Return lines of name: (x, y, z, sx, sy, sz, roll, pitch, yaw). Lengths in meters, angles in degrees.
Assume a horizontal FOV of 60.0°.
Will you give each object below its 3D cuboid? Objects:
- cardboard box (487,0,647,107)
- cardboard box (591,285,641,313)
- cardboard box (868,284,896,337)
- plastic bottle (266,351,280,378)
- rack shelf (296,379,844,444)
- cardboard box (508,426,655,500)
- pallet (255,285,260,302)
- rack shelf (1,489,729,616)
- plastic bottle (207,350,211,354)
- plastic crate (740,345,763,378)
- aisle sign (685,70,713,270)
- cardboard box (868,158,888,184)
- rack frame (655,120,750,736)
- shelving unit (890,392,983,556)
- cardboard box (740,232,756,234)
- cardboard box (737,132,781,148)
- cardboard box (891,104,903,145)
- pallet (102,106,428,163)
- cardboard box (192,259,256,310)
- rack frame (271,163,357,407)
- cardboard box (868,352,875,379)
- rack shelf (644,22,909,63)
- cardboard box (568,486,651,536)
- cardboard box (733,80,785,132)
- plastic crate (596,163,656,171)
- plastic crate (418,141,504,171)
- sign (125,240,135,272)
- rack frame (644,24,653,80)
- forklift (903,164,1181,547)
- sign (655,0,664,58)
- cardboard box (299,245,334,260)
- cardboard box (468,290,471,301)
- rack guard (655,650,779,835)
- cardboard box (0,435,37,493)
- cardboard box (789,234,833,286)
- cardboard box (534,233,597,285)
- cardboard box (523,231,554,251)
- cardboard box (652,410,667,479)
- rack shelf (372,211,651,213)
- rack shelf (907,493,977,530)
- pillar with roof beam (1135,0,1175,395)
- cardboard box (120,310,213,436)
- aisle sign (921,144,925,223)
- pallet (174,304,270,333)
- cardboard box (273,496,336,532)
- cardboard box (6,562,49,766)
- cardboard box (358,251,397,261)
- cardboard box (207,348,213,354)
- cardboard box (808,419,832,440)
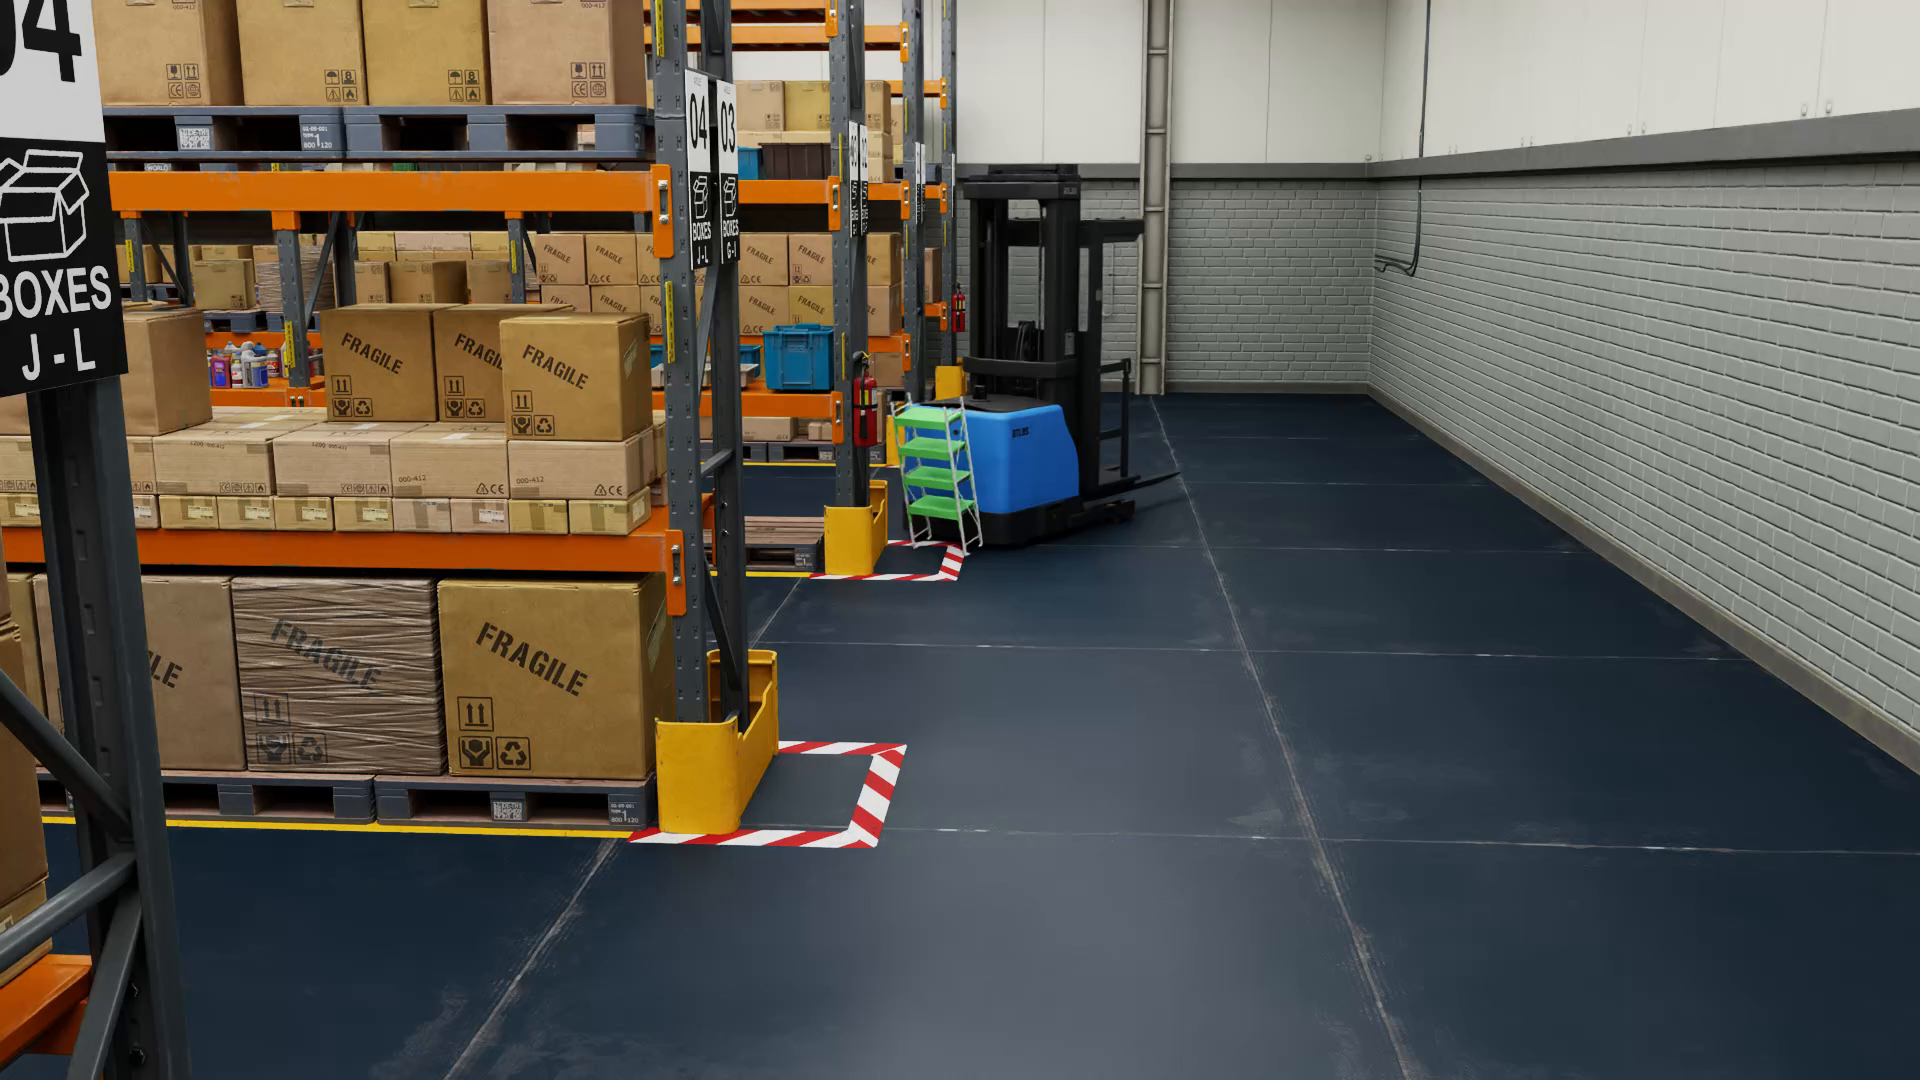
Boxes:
cardboard box: (-1.653, -2.084, 7.064, 0.500, 0.500, 0.700, 0, 12, 0)
cardboard box: (-3.454, -2.374, 17.049, 0.500, 0.500, 0.500, 1, 12, 5)
cardboard box: (-0.930, -2.339, 16.880, 0.500, 0.500, 0.500, 1, 12, 5)
plastic bottle: (-5.377, -1.377, 13.011, 0.097, 0.201, 0.097, 0, 12, 0)
rack shelf: (-2.795, -1.003, 12.494, 4.000, 0.370, 1.077, 1, 12, 4)
cardboard box: (-1.632, -0.341, 7.210, 0.500, 0.250, 0.500, 1, 12, 3)
pallet: (-8.838, -3.355, 22.451, 1.003, 0.211, 1.213, 1, 12, 4)
rack shelf: (-3.126, 0.009, 7.657, 4.000, 0.370, 1.077, 1, 12, 4)
plastic bottle: (-5.900, -1.384, 13.045, 0.097, 0.201, 0.097, 0, 12, 0)
plastic crate: (-1.681, -1.355, 12.682, 0.300, 0.233, 0.416, 1, 12, 4)
aisle sign: (-1.079, -1.526, 6.889, 0.004, 0.787, 0.394, 1, 12, 4)
cardboard box: (-0.995, -3.688, 16.612, 0.500, 0.250, 0.500, 1, 12, 4)
rack frame: (-1.130, -0.316, 7.453, 0.127, 3.000, 1.000, 1, 12, 4)
shelving unit: (-0.174, -0.500, 12.635, 0.503, 1.200, 0.258, 8, 28, 34)
cardboard box: (-2.418, -2.958, 17.398, 0.500, 0.500, 0.500, 1, 12, 3)
cardboard box: (-1.992, -3.949, 16.638, 0.500, 0.250, 0.500, 1, 12, 4)
cardboard box: (-0.886, -5.322, 21.325, 0.500, 0.500, 0.500, 1, 12, 4)
pallet: (-3.092, -1.765, 7.270, 1.213, 0.211, 1.003, 1, 12, 4)
cardboard box: (-7.811, -2.718, 17.666, 0.500, 0.500, 0.700, -3, 12, -15)
rack frame: (-4.790, -1.383, 12.552, 0.127, 3.000, 1.000, 1, 12, 4)
cardboard box: (-1.342, -2.330, 22.159, 0.500, 0.500, 0.700, 1, 12, 4)
rack shelf: (-2.460, -4.950, 16.718, 4.000, 0.370, 1.077, 1, 12, 4)
cardboard box: (-1.508, -0.131, 7.180, 0.250, 0.149, 0.380, 1, 12, 5)
cardboard box: (-1.978, -4.359, 16.769, 0.500, 0.500, 0.700, 1, 12, 4)
plastic crate: (-2.305, -2.843, 12.358, 0.767, 0.338, 0.504, 1, 12, 4)
plastic crate: (-3.569, -2.714, 11.909, 0.590, 0.269, 0.497, 1, 12, 4)
sign: (-8.481, -2.902, 16.990, 0.005, 0.325, 0.100, 1, 12, 4)
rack frame: (-4.128, -6.343, 21.613, 0.127, 3.000, 1.000, 1, 12, 4)
forklift: (0.832, -1.631, 13.908, 1.130, 2.935, 3.031, 9, 15, 36)
sign: (-1.180, -2.068, 6.534, 0.005, 0.325, 0.100, 1, 12, 4)
cardboard box: (-8.589, -3.730, 22.454, 0.500, 0.500, 0.700, -1, 12, -3)
cardboard box: (-6.521, -3.284, 22.208, 0.250, 0.149, 0.380, 1, 12, 5)
rack guard: (-1.106, 0.908, 7.707, 0.348, 0.500, 1.175, 1, 12, 4)
cardboard box: (-4.174, -0.375, 7.375, 0.500, 0.250, 0.500, 1, 12, 3)
cardboard box: (-1.431, -2.835, 16.807, 0.500, 0.500, 0.500, 1, 12, 5)
cardboard box: (-4.004, -2.869, 16.971, 0.500, 0.500, 0.500, 1, 12, 5)
cardboard box: (-5.630, -3.948, 21.964, 0.500, 0.250, 0.500, 1, 12, 5)
cardboard box: (-1.591, -0.450, 7.733, 0.500, 0.250, 0.500, 0, 12, 2)
rack shelf: (-6.124, -4.550, 22.124, 4.000, 0.370, 1.077, 1, 12, 4)
rack shelf: (-0.134, -0.222, 12.751, 0.480, 0.148, 0.258, 8, 28, 34)
pillar with roof beam: (2.327, -5.549, 17.815, 0.400, 9.000, 9.100, 1, 12, 4)
cardboard box: (-3.650, -0.737, 7.272, 0.500, 0.500, 0.500, 0, 12, 2)
aisle sign: (-0.377, -3.671, 17.143, 0.004, 0.787, 0.394, 1, 12, 4)
pallet: (-7.766, -2.360, 17.694, 1.003, 0.211, 1.213, 1, 12, 4)
cardboard box: (-2.786, -0.148, 7.262, 0.250, 0.149, 0.380, 1, 12, 4)
cardboard box: (-4.468, 0.489, 7.768, 0.875, 0.875, 0.875, 1, 12, 4)
cardboard box: (-7.652, -3.607, 22.164, 0.500, 0.500, 0.500, 1, 12, 5)
cardboard box: (-10.350, -2.489, 22.872, 0.500, 0.500, 0.700, 1, 12, 4)
cardboard box: (-1.422, -1.149, 17.282, 0.250, 0.166, 0.380, 1, 12, 4)
